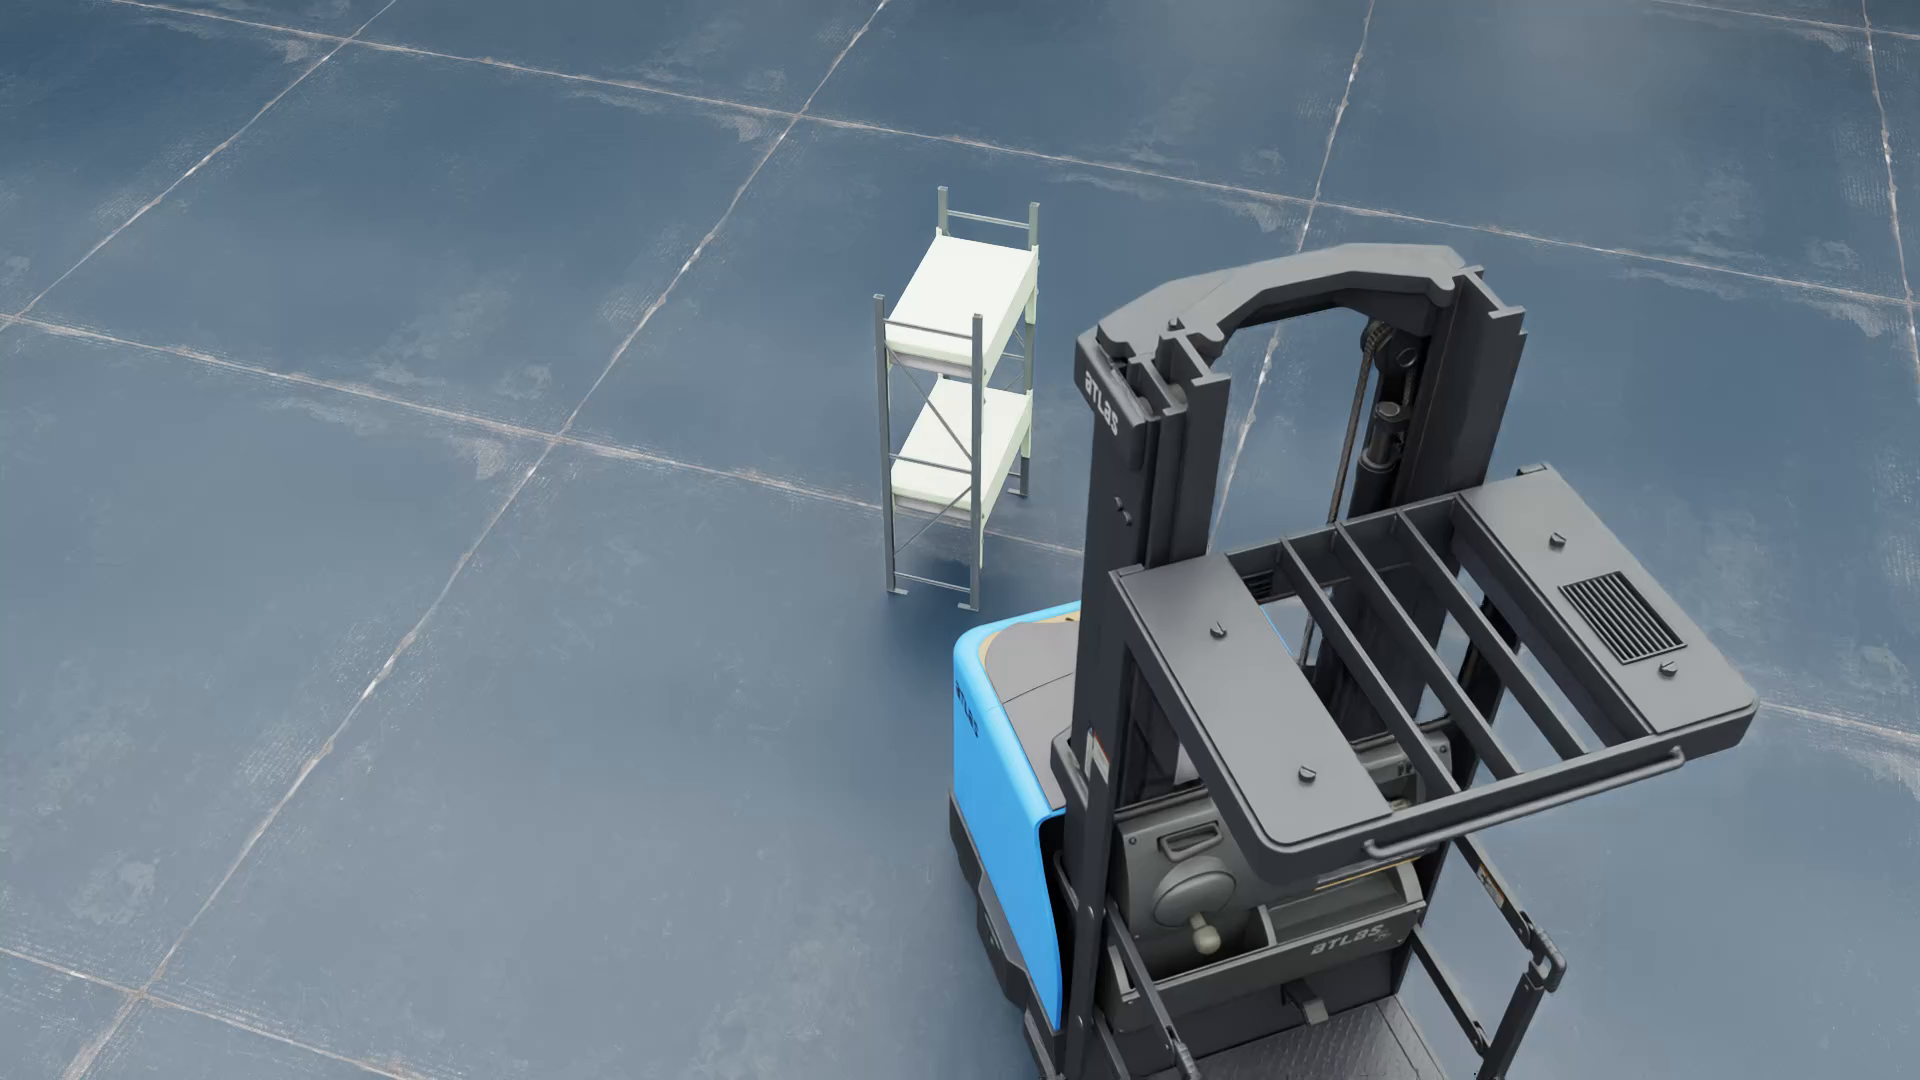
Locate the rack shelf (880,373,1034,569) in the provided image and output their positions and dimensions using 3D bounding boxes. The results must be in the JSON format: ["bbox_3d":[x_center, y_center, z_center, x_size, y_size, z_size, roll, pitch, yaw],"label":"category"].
[{"bbox_3d":[-0.002,-0.299,6.848,0.431,0.370,0.720,13,46,12],"label":"rack shelf"}]

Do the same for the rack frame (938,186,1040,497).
[{"bbox_3d":[0.109,-0.776,6.869,0.400,1.500,0.023,13,46,12],"label":"rack frame"}]

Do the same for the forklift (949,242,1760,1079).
[{"bbox_3d":[0.925,0.879,4.155,1.130,2.935,3.031,-14,46,-14],"label":"forklift"}]

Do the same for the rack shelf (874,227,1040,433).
[{"bbox_3d":[-0.002,-0.811,6.347,0.431,0.370,0.720,13,46,12],"label":"rack shelf"}]

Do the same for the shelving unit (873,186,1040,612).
[{"bbox_3d":[-0.002,-0.532,6.620,0.431,1.500,0.755,13,46,12],"label":"shelving unit"}]

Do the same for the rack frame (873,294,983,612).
[{"bbox_3d":[-0.113,-0.288,6.371,0.400,1.500,0.023,13,46,12],"label":"rack frame"}]
